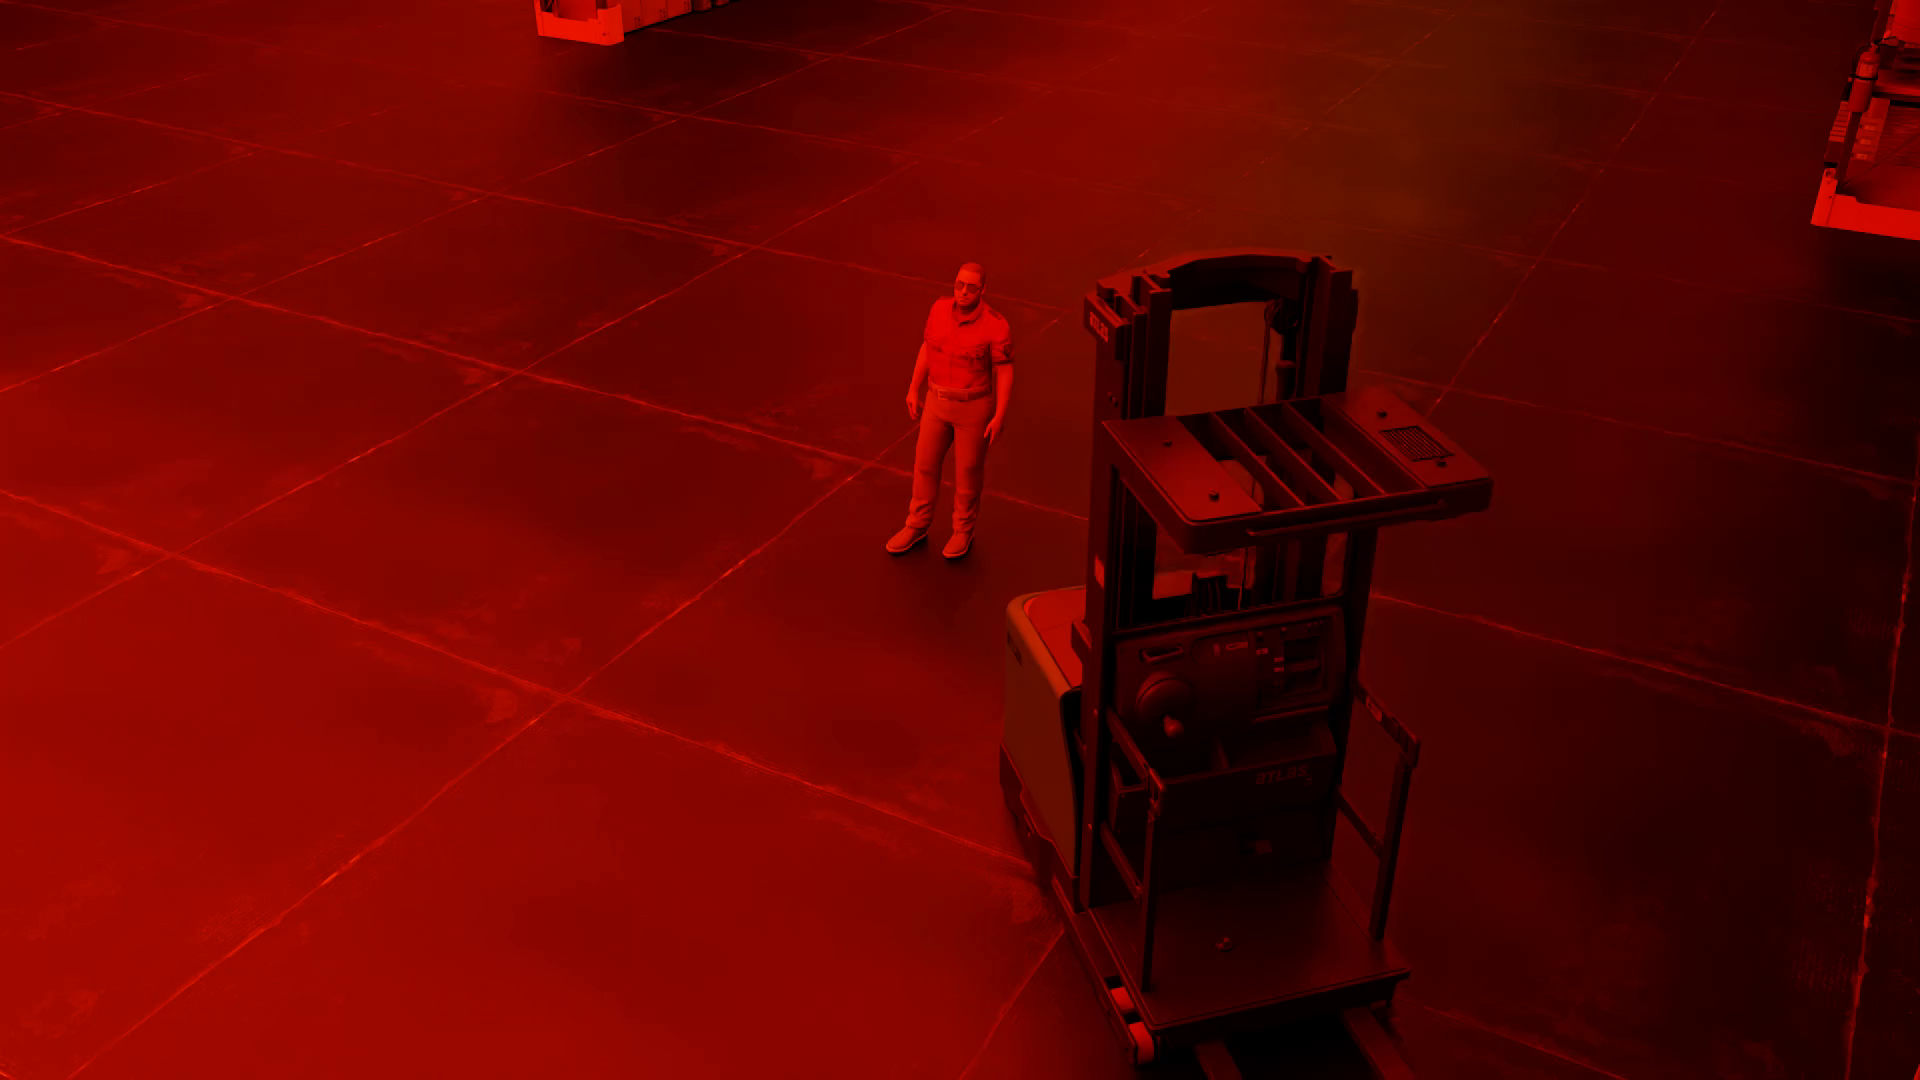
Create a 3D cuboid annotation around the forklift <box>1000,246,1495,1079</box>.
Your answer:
[{"bbox_3d":[1.093,0.549,6.119,1.130,2.935,3.031,-8,31,-14],"label":"forklift"}]

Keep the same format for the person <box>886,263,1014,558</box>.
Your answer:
[{"bbox_3d":[-0.053,-0.719,9.503,0.641,1.727,0.550,15,33,25],"label":"person"}]
